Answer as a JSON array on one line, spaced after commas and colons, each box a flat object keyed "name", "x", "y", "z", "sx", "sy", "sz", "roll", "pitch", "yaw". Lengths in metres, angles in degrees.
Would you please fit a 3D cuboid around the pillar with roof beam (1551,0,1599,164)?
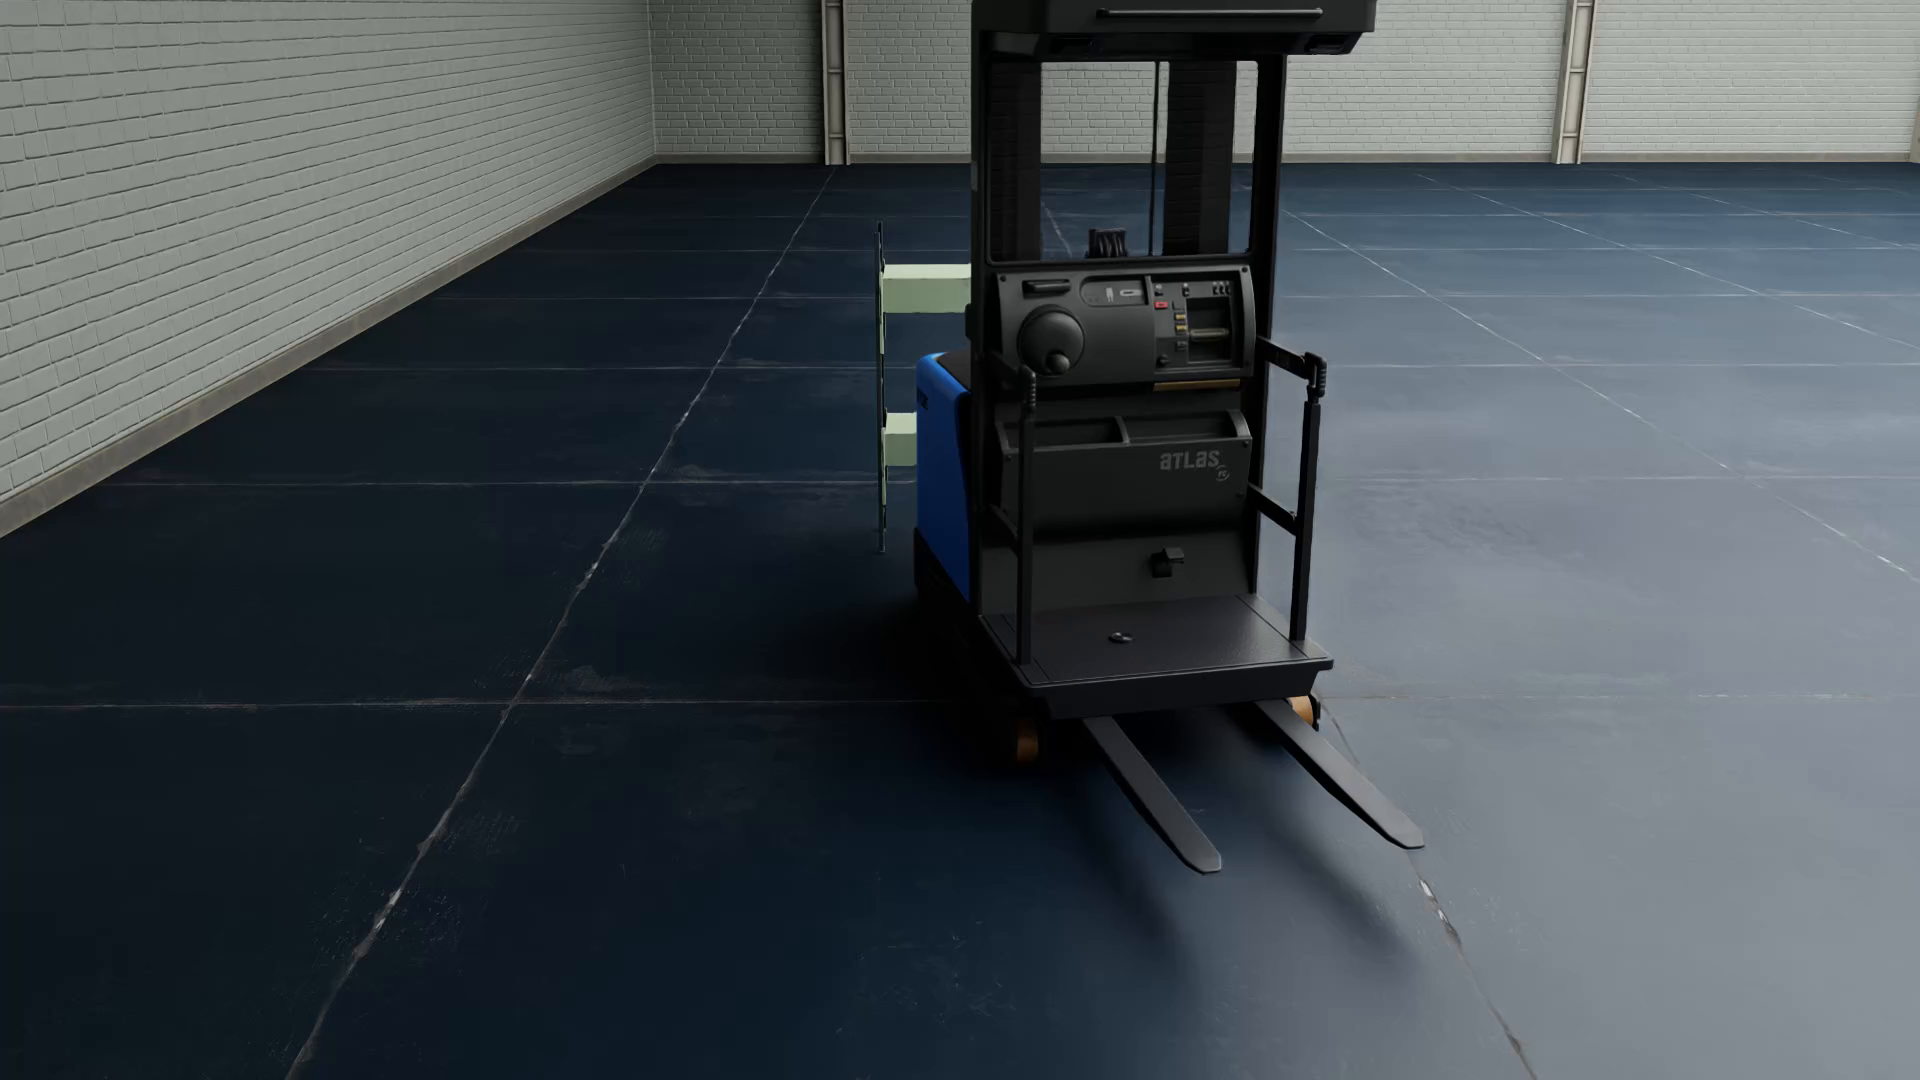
[{"name": "pillar with roof beam", "x": 10.061, "y": -9.199, "z": 21.991, "sx": 0.400, "sy": 9.000, "sz": 9.100, "roll": 0, "pitch": 18, "yaw": -1}]

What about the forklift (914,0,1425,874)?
[{"name": "forklift", "x": 0.634, "y": -0.755, "z": 5.604, "sx": 1.130, "sy": 2.935, "sz": 3.031, "roll": -4, "pitch": 18, "yaw": -12}]

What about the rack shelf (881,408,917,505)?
[{"name": "rack shelf", "x": -0.007, "y": -0.404, "z": 7.918, "sx": 0.720, "sy": 0.370, "sz": 0.431, "roll": 0, "pitch": 18, "yaw": -1}]

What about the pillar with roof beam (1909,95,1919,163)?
[{"name": "pillar with roof beam", "x": 16.060, "y": -9.228, "z": 22.081, "sx": 0.400, "sy": 9.000, "sz": 9.100, "roll": 0, "pitch": 18, "yaw": -1}]

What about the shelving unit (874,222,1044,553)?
[{"name": "shelving unit", "x": -0.007, "y": -0.714, "z": 7.818, "sx": 0.755, "sy": 1.500, "sz": 0.431, "roll": 0, "pitch": 18, "yaw": -1}]

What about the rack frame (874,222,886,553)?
[{"name": "rack frame", "x": -0.373, "y": -0.712, "z": 7.813, "sx": 0.023, "sy": 1.500, "sz": 0.400, "roll": 0, "pitch": 18, "yaw": -1}]

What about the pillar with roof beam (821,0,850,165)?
[{"name": "pillar with roof beam", "x": -1.938, "y": -9.141, "z": 21.810, "sx": 0.400, "sy": 9.000, "sz": 9.100, "roll": 0, "pitch": 18, "yaw": -1}]

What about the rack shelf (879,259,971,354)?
[{"name": "rack shelf", "x": -0.007, "y": -1.086, "z": 7.699, "sx": 0.720, "sy": 0.370, "sz": 0.431, "roll": 0, "pitch": 18, "yaw": -1}]

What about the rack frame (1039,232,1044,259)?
[{"name": "rack frame", "x": 0.359, "y": -0.716, "z": 7.824, "sx": 0.023, "sy": 1.500, "sz": 0.400, "roll": 0, "pitch": 18, "yaw": -1}]
